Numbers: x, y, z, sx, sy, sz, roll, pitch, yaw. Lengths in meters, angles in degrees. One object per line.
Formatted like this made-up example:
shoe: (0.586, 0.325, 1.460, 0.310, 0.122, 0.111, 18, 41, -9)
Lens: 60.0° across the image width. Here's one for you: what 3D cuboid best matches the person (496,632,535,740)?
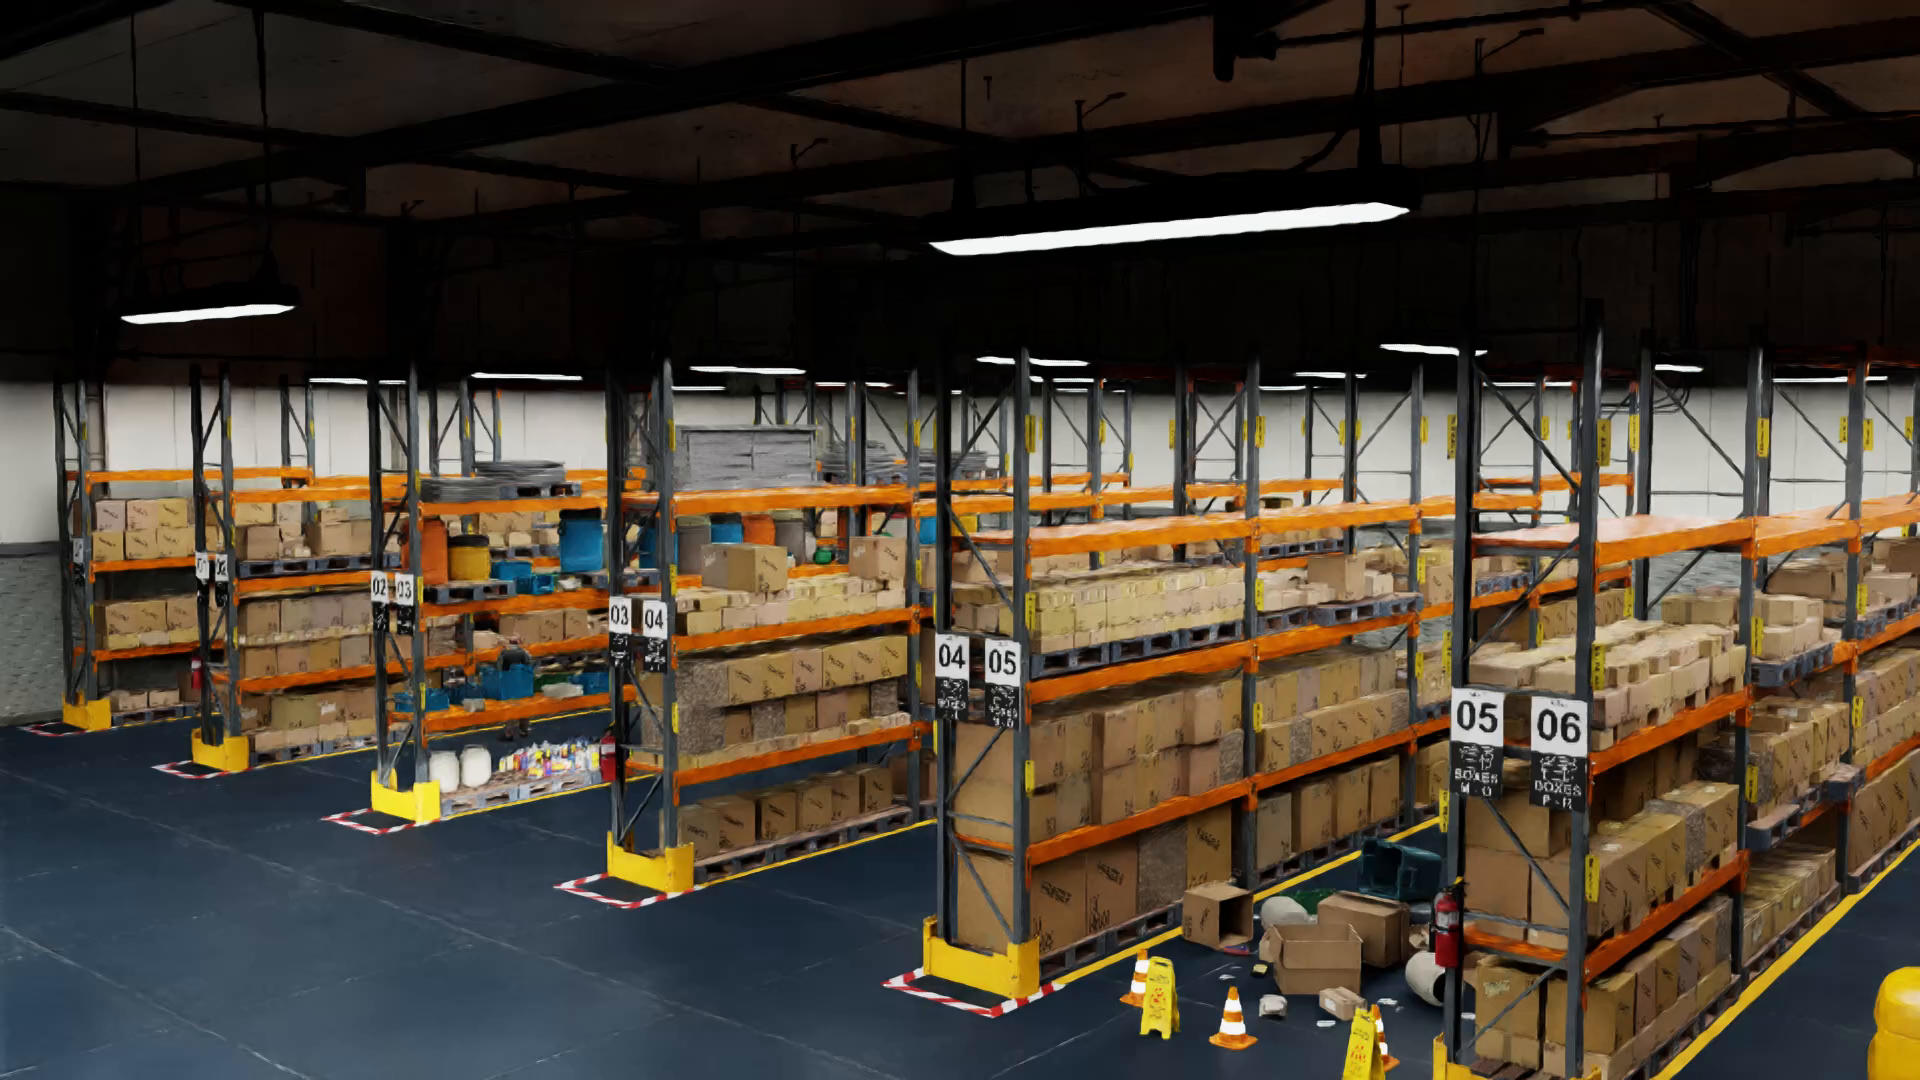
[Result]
person: (-7.177, 2.348, 26.919, 0.626, 1.718, 0.576, -1, 4, -17)
